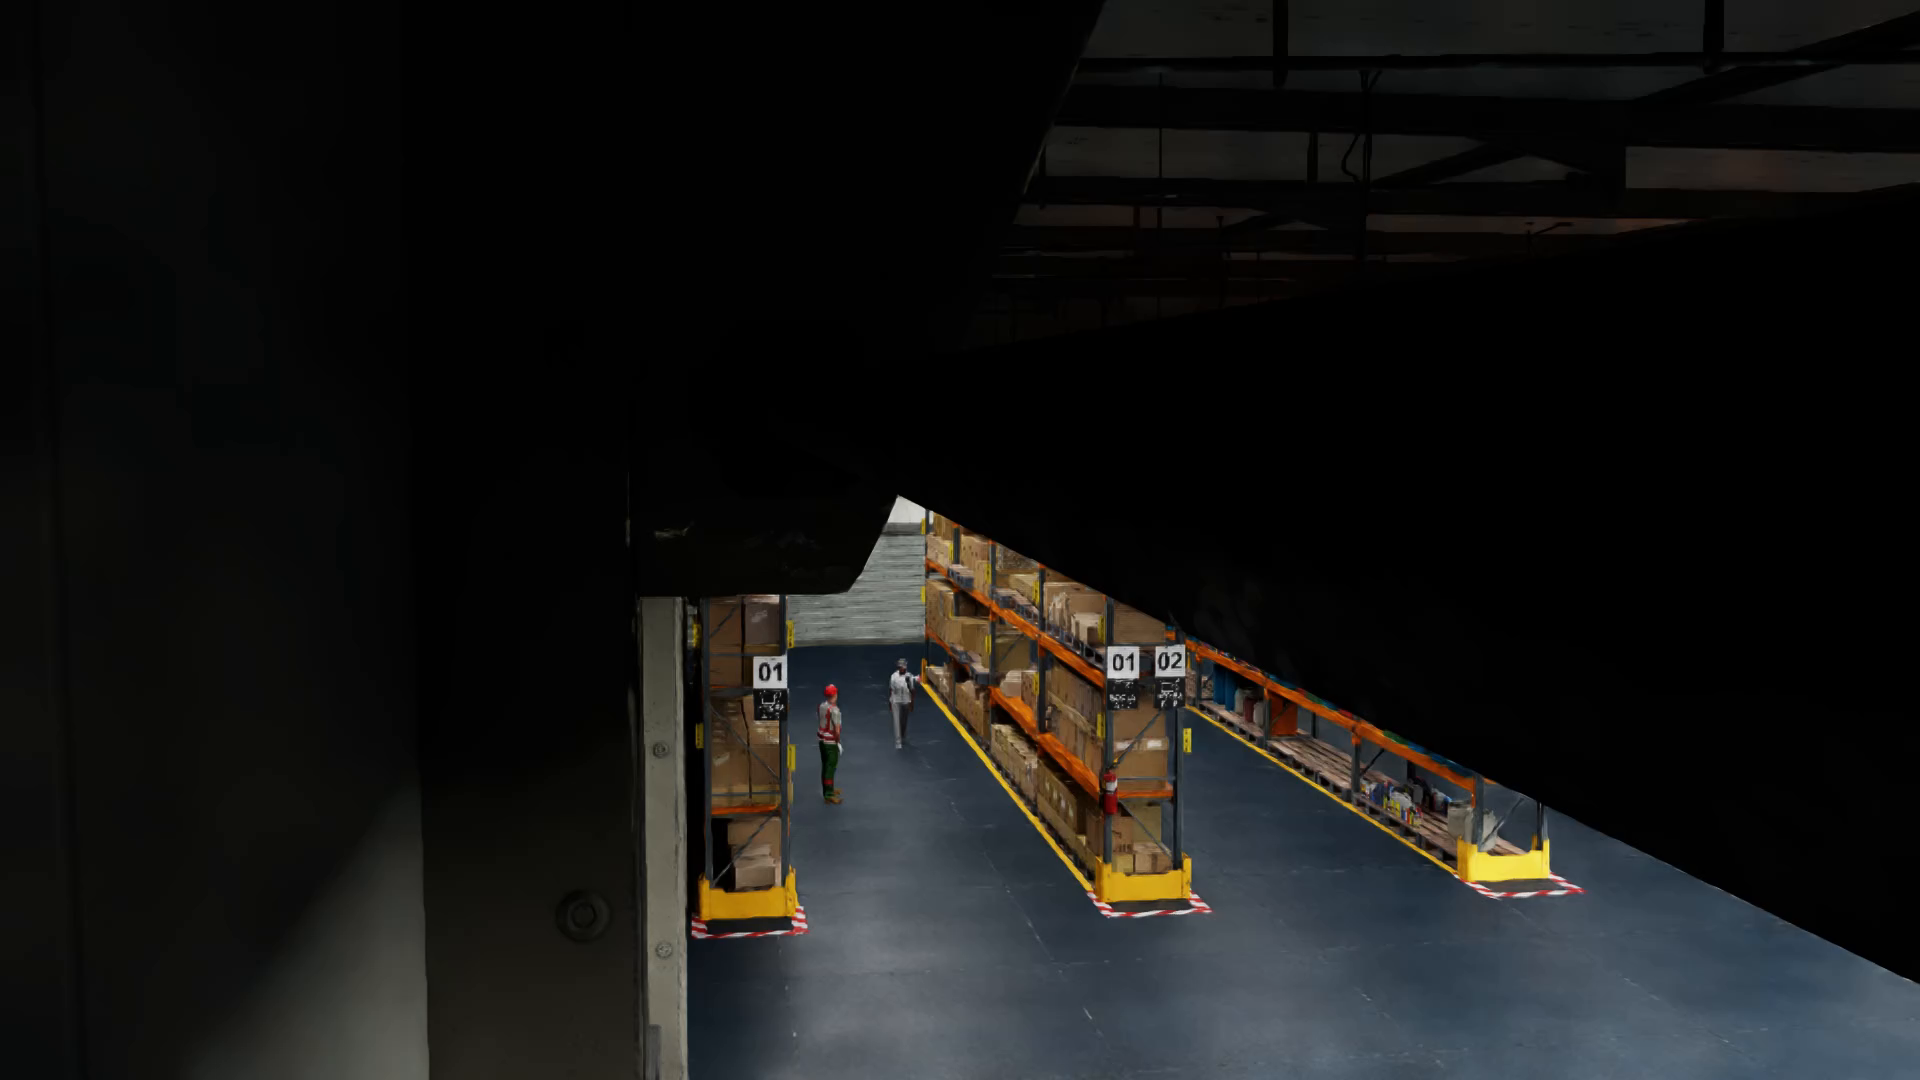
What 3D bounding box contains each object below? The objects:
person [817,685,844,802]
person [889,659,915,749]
[{"bbox_3d":[-1.983,3.140,25.896,0.468,1.794,0.625,-3,6,-33],"label":"person"},{"bbox_3d":[-1.032,2.899,29.806,0.445,1.590,1.076,-1,5,-12],"label":"person"}]
